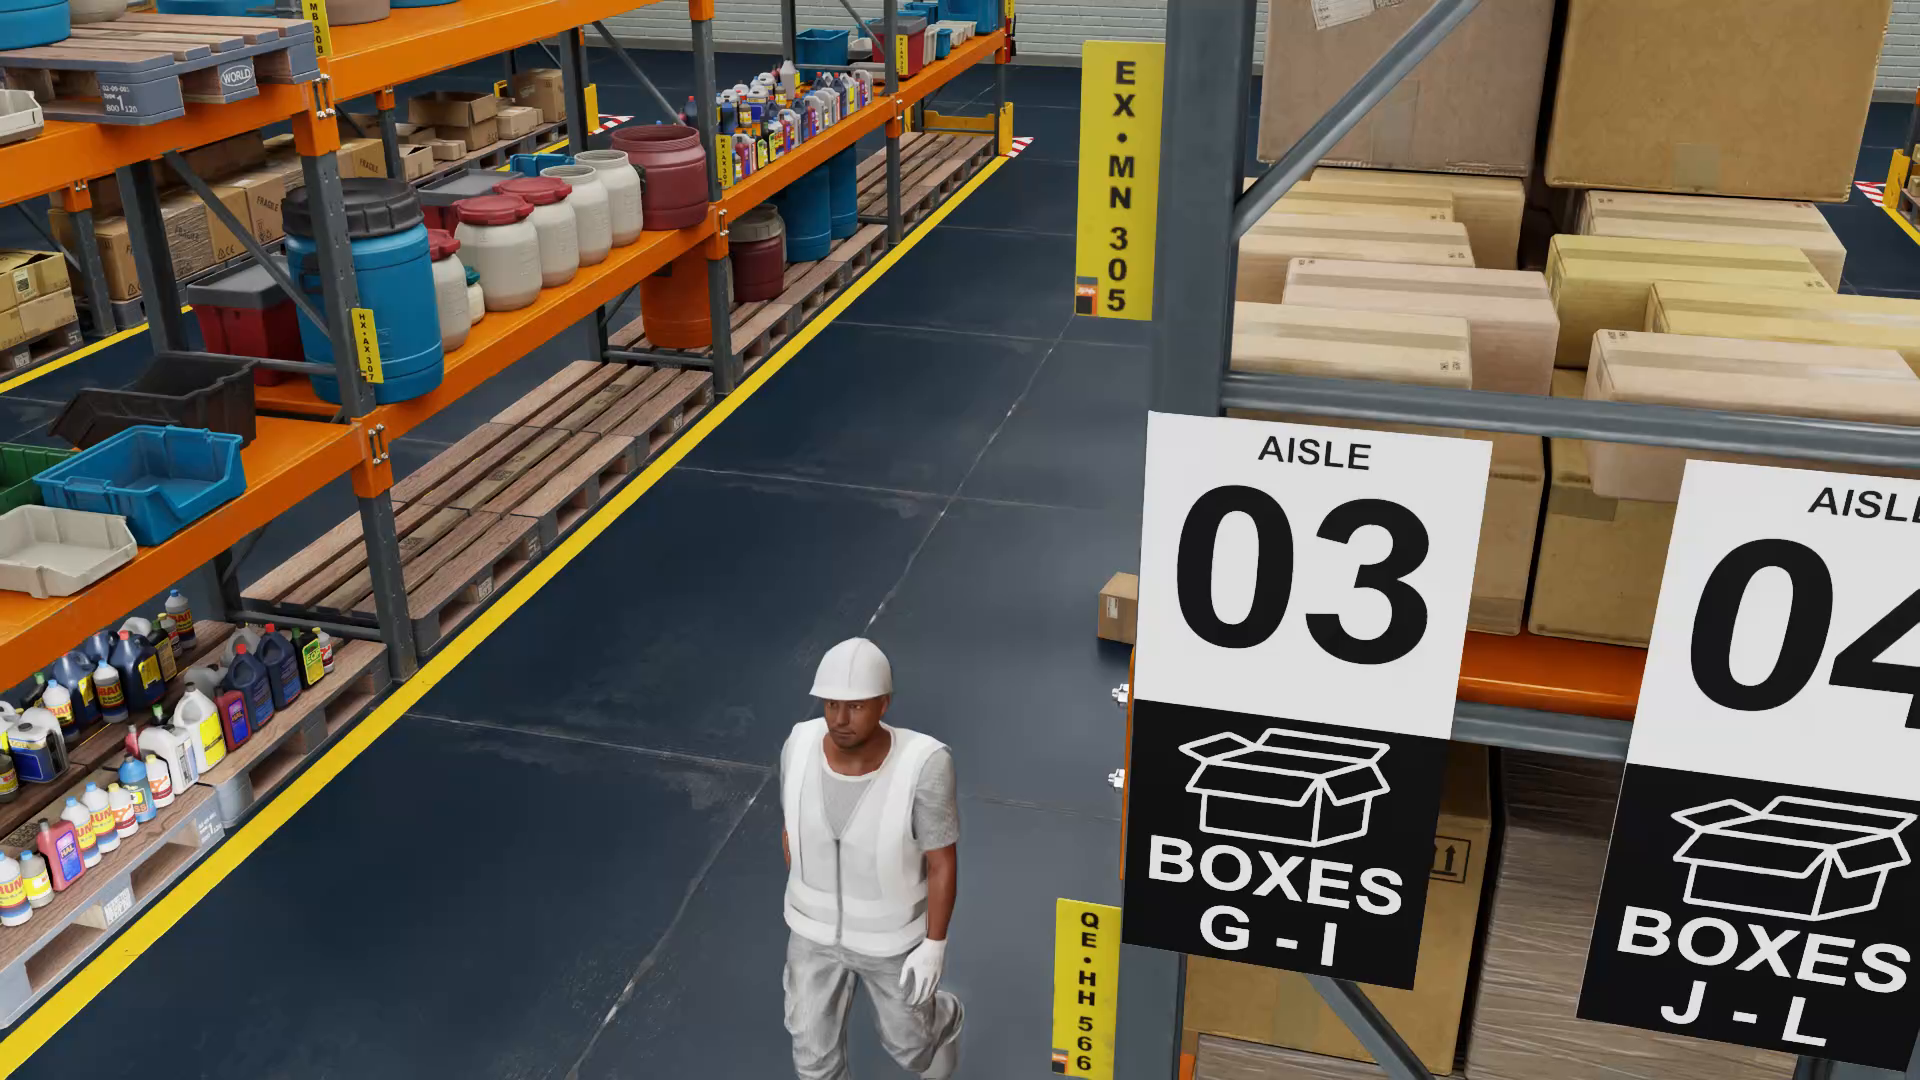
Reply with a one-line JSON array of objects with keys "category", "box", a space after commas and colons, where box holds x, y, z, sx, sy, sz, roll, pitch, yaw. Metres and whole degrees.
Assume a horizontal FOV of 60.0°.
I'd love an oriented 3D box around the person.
[{"category": "person", "box": [-0.262, 1.077, 4.777, 0.552, 1.762, 0.832, 7, 26, 15]}]
